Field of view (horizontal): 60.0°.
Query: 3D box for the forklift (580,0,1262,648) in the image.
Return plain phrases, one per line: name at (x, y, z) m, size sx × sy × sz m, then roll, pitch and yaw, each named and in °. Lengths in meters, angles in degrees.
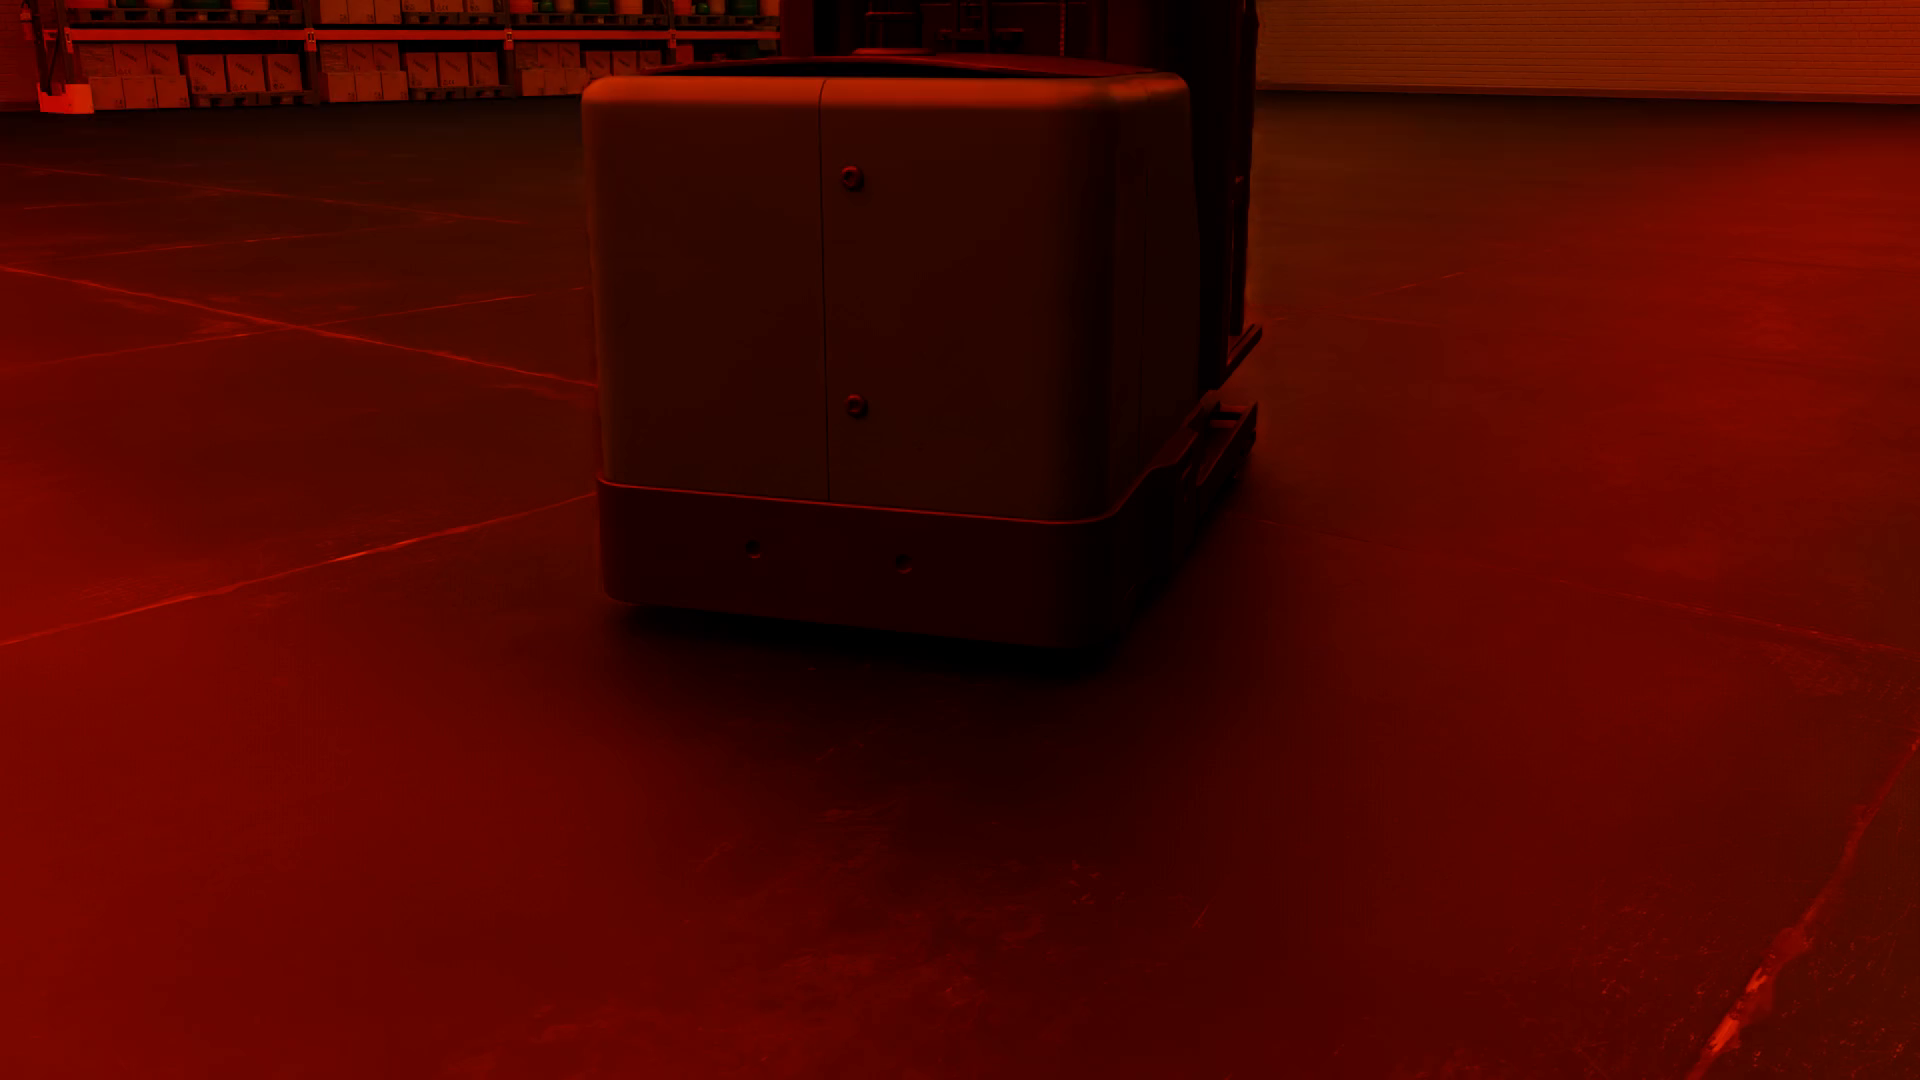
forklift at (0.204, -1.592, 4.140) m, size 1.130 × 2.935 × 3.031 m, roll 5°, pitch 18°, yaw 17°
